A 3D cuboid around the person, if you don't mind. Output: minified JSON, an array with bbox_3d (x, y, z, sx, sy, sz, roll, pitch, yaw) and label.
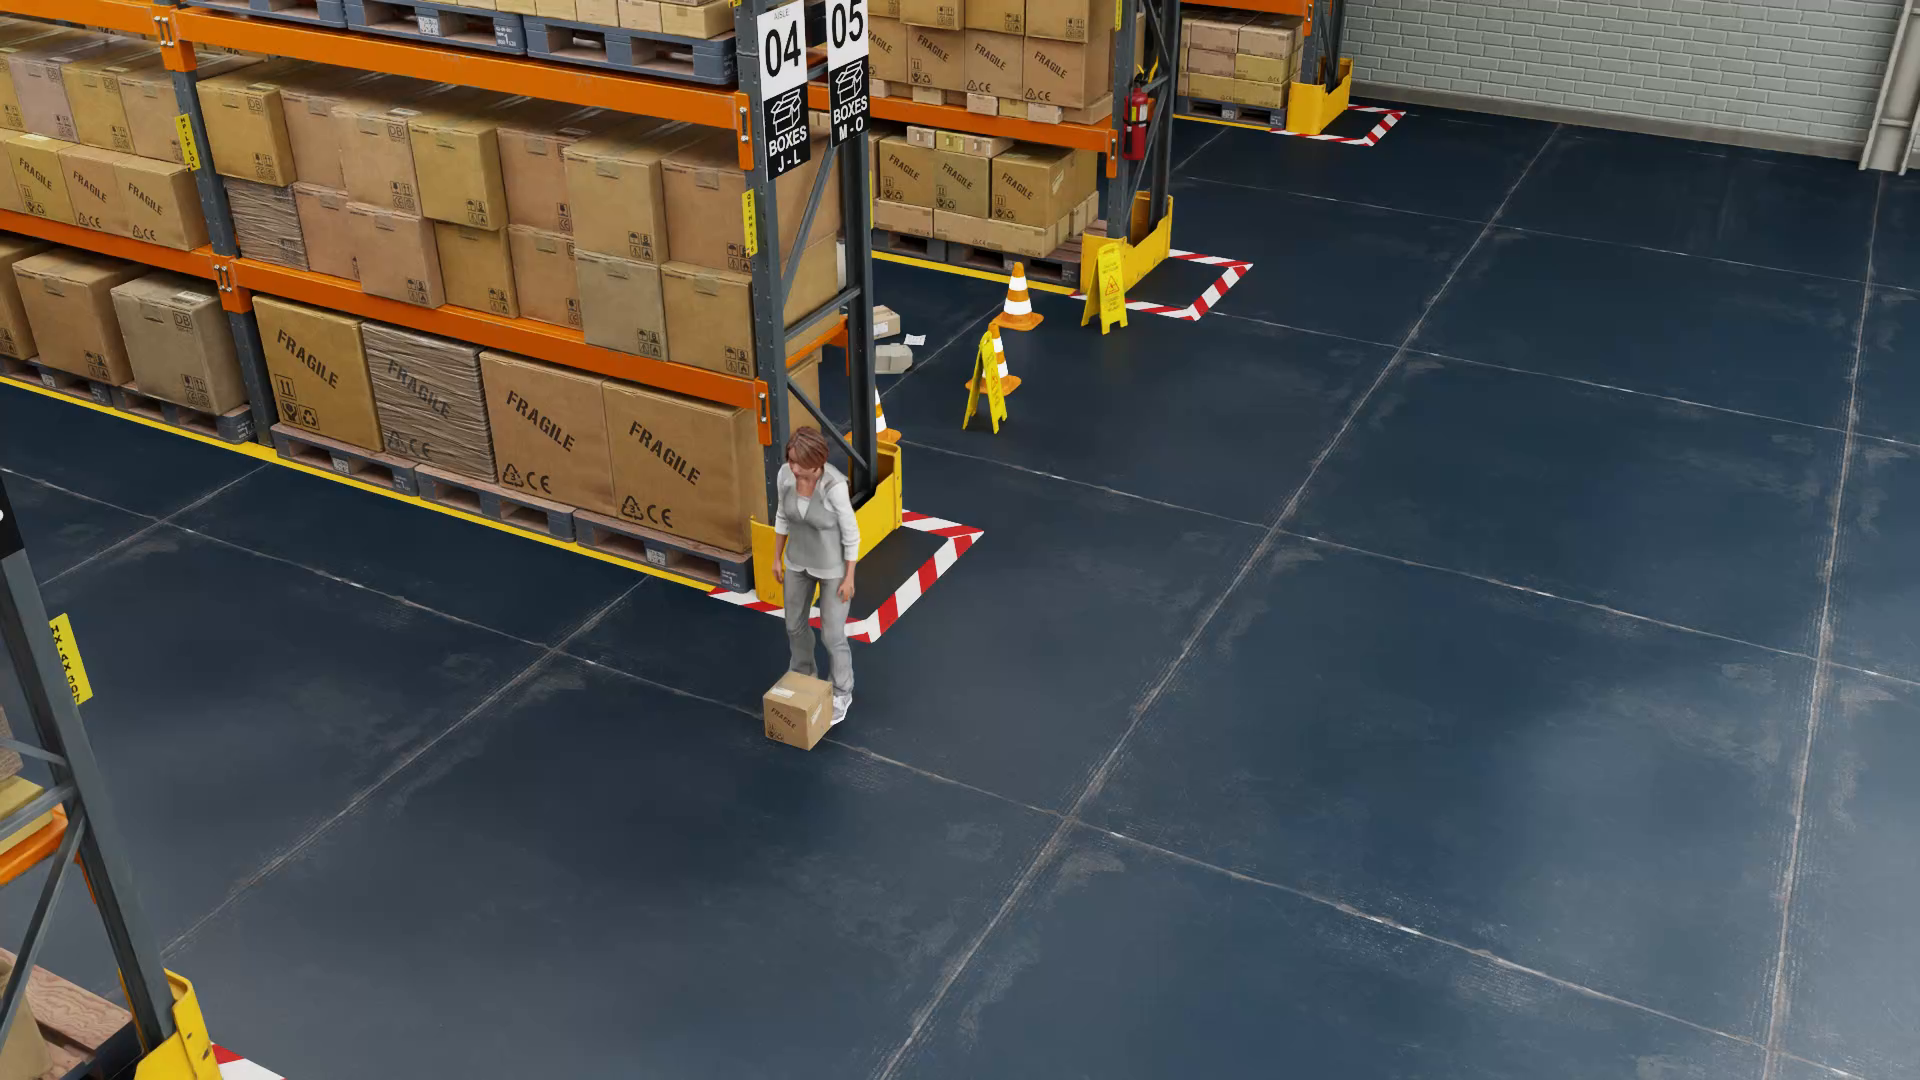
[{"bbox_3d":[-0.694,0.148,8.038,0.464,1.593,0.345,15,33,23],"label":"person"}]
